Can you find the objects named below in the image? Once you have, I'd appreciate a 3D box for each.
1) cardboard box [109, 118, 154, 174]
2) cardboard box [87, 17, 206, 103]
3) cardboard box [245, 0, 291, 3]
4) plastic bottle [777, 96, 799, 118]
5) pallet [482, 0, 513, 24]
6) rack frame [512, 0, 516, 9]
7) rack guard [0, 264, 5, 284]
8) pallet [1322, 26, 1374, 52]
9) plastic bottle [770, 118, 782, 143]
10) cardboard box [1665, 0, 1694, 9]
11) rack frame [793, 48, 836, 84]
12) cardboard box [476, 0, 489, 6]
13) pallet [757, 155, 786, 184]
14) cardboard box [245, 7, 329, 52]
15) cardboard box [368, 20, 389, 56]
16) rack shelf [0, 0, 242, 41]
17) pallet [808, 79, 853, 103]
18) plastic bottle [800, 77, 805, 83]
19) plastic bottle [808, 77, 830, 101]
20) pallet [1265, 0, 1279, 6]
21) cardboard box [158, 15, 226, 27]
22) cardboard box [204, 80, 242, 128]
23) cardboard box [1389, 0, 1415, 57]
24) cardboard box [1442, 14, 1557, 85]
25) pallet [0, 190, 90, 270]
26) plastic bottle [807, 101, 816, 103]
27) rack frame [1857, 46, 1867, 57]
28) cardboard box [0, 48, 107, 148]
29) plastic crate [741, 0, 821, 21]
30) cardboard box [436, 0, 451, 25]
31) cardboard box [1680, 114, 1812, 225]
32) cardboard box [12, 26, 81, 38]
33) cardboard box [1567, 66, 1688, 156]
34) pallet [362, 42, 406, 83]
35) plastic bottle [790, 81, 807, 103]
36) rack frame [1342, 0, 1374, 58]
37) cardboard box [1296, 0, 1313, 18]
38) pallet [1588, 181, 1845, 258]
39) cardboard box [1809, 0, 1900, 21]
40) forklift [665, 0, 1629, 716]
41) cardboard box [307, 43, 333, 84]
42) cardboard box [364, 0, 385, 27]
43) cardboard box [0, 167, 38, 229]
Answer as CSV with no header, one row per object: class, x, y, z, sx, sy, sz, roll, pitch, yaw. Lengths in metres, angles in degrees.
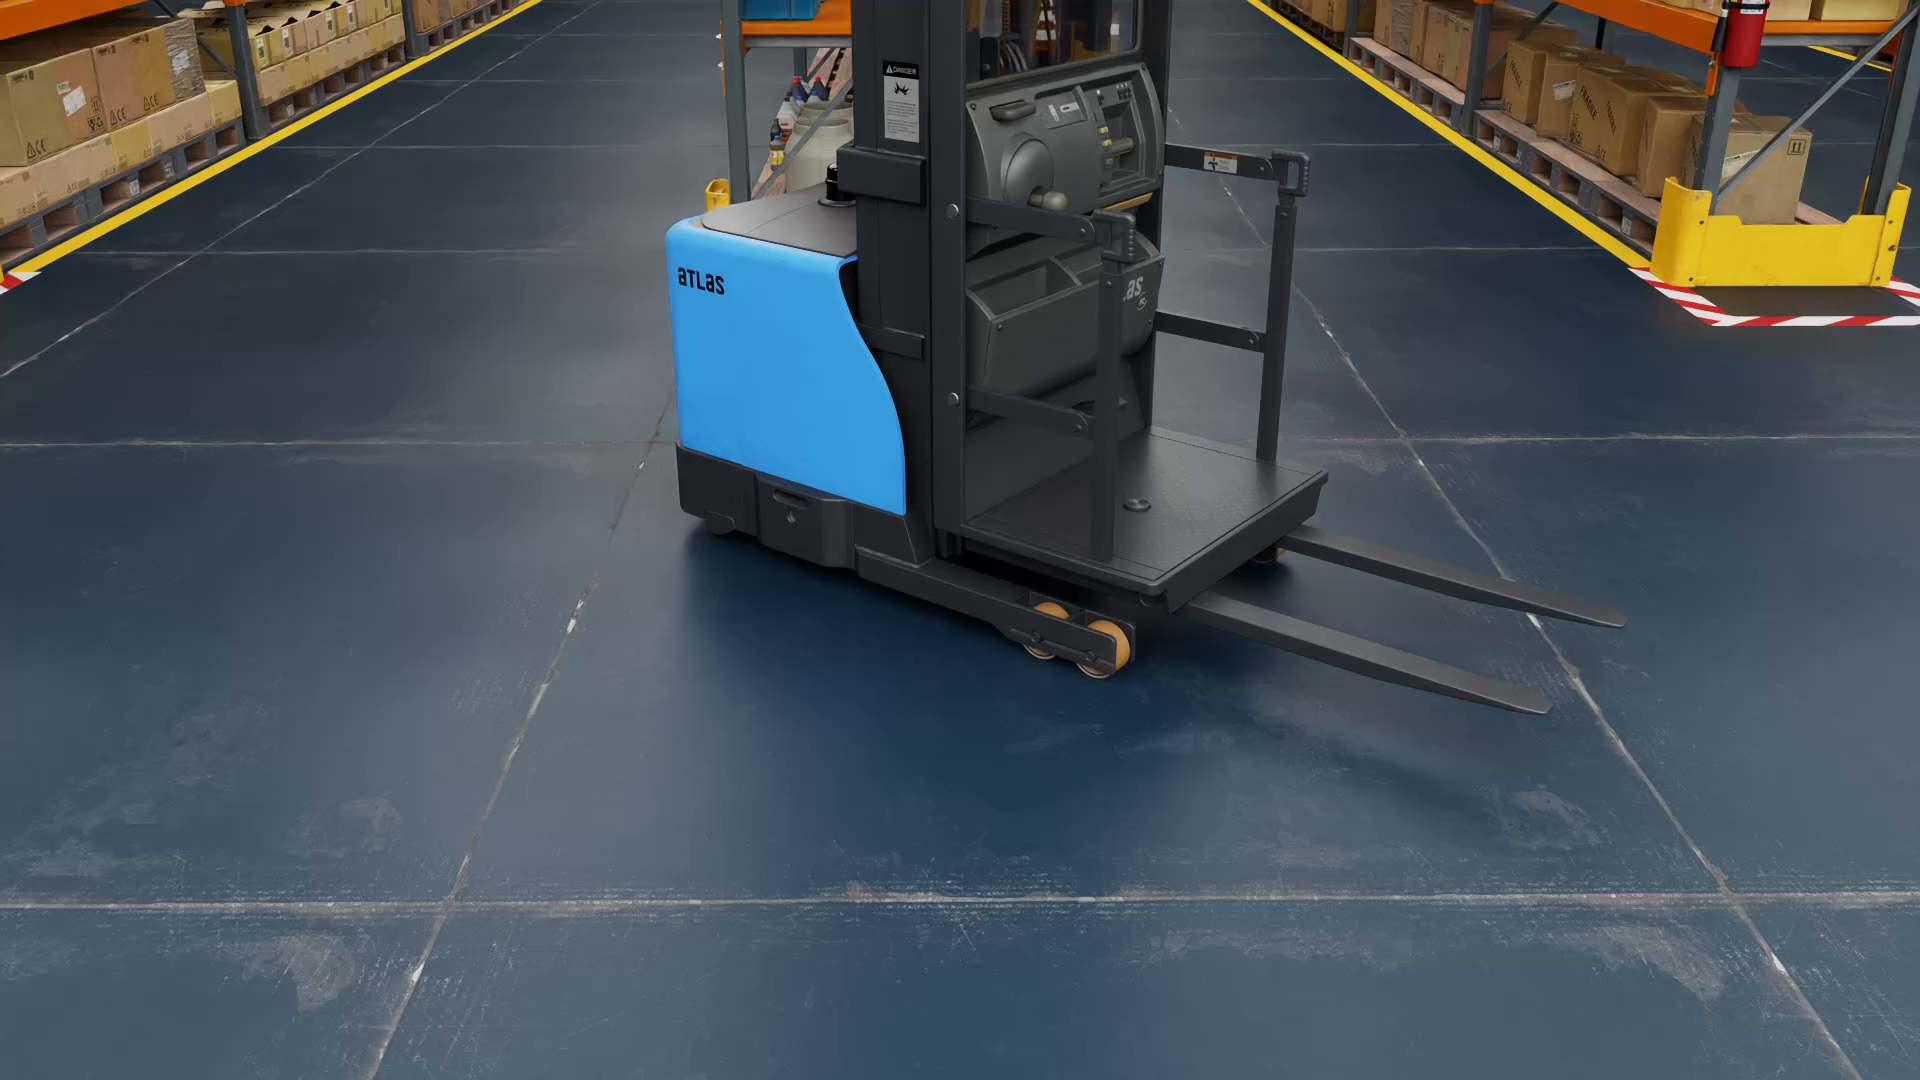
cardboard box,-5.415,-2.464,10.385,0.500,0.250,0.500,0,24,-1
cardboard box,-5.443,-3.217,11.141,0.500,0.500,0.500,0,24,-1
cardboard box,-5.975,-4.532,14.277,0.500,0.311,0.500,-1,24,-2
plastic bottle,-1.105,-2.684,10.724,0.144,0.351,0.185,1,24,2
pallet,-5.701,-6.024,18.814,1.003,0.211,1.213,0,24,-1
rack frame,-5.748,-7.630,18.980,1.000,3.000,0.127,0,24,-1
rack guard,-5.617,-1.536,8.540,1.175,0.500,0.348,0,24,-1
pallet,4.268,-5.079,16.724,1.003,0.211,1.213,0,24,-1
plastic bottle,-1.142,-2.472,10.337,0.061,0.283,0.133,0,24,1
cardboard box,4.023,-2.936,8.906,0.380,0.149,0.250,0,24,-1
rack frame,-0.708,-4.354,11.737,1.000,3.000,0.127,0,24,-1
cardboard box,-5.454,-6.079,18.050,0.500,0.500,0.500,0,24,0
pallet,-0.726,-2.303,10.585,1.003,0.211,1.213,0,24,-1
cardboard box,-5.423,-4.118,13.363,0.500,0.311,0.500,-1,24,-2
cardboard box,-5.446,-4.492,14.869,0.500,0.250,0.500,-1,24,-1
rack shelf,-5.639,-3.182,10.017,1.077,0.370,4.000,0,24,-1
pallet,-0.755,-3.407,13.027,1.003,0.211,1.213,0,24,-1
plastic bottle,-1.143,-3.178,11.914,0.097,0.271,0.097,0,24,0
plastic bottle,-0.970,-3.014,11.454,0.144,0.351,0.185,0,24,-1
pallet,4.228,-6.716,20.343,1.003,0.211,1.213,0,24,-1
cardboard box,-5.964,-3.907,12.896,0.500,0.311,0.500,0,24,1
cardboard box,-5.437,-3.082,11.751,0.500,0.250,0.500,0,24,-1
cardboard box,4.248,-4.582,14.740,0.700,0.500,0.500,-2,24,-5
cardboard box,4.273,-3.888,13.205,0.700,0.500,0.500,0,24,-1
pallet,-5.667,-1.730,9.318,1.003,0.211,1.213,0,24,-1
plastic bottle,-0.959,-2.737,10.933,0.152,0.276,0.135,0,24,-1
rack frame,9.162,-6.005,15.388,1.000,3.000,0.127,0,24,-1
cardboard box,-5.426,-2.599,9.774,0.500,0.500,0.500,0,24,-1
plastic crate,-0.969,-2.843,8.577,0.499,0.251,0.616,0,24,-1
cardboard box,-5.435,-5.448,16.655,0.500,0.500,0.500,-1,24,-2
cardboard box,4.299,-2.038,9.140,0.500,0.500,0.500,4,25,9
cardboard box,-5.958,-3.009,10.680,0.500,0.500,0.500,0,24,-1
cardboard box,4.309,-2.772,10.764,0.500,0.500,0.500,-2,24,-5
pallet,-5.734,-4.372,15.160,1.003,0.211,1.213,0,24,-1
plastic bottle,-1.112,-2.935,11.281,0.144,0.351,0.185,-1,24,-3
rack frame,4.201,-6.025,15.431,1.000,3.000,0.127,0,24,-1
cardboard box,4.213,-5.900,17.223,1.225,0.875,0.875,0,24,0
pallet,4.314,-1.824,9.526,1.003,0.211,1.213,0,24,-1
cardboard box,4.524,-2.732,8.456,0.380,0.149,0.250,0,24,-1
forklift,0.494,-1.179,4.800,3.031,2.935,1.130,18,30,34
cardboard box,-5.430,-3.863,13.479,0.500,0.250,0.500,-1,24,-2
cardboard box,-5.440,-4.747,14.752,0.500,0.311,0.500,-1,24,-1
cardboard box,-5.401,-1.846,9.018,0.500,0.250,0.500,0,24,-1
